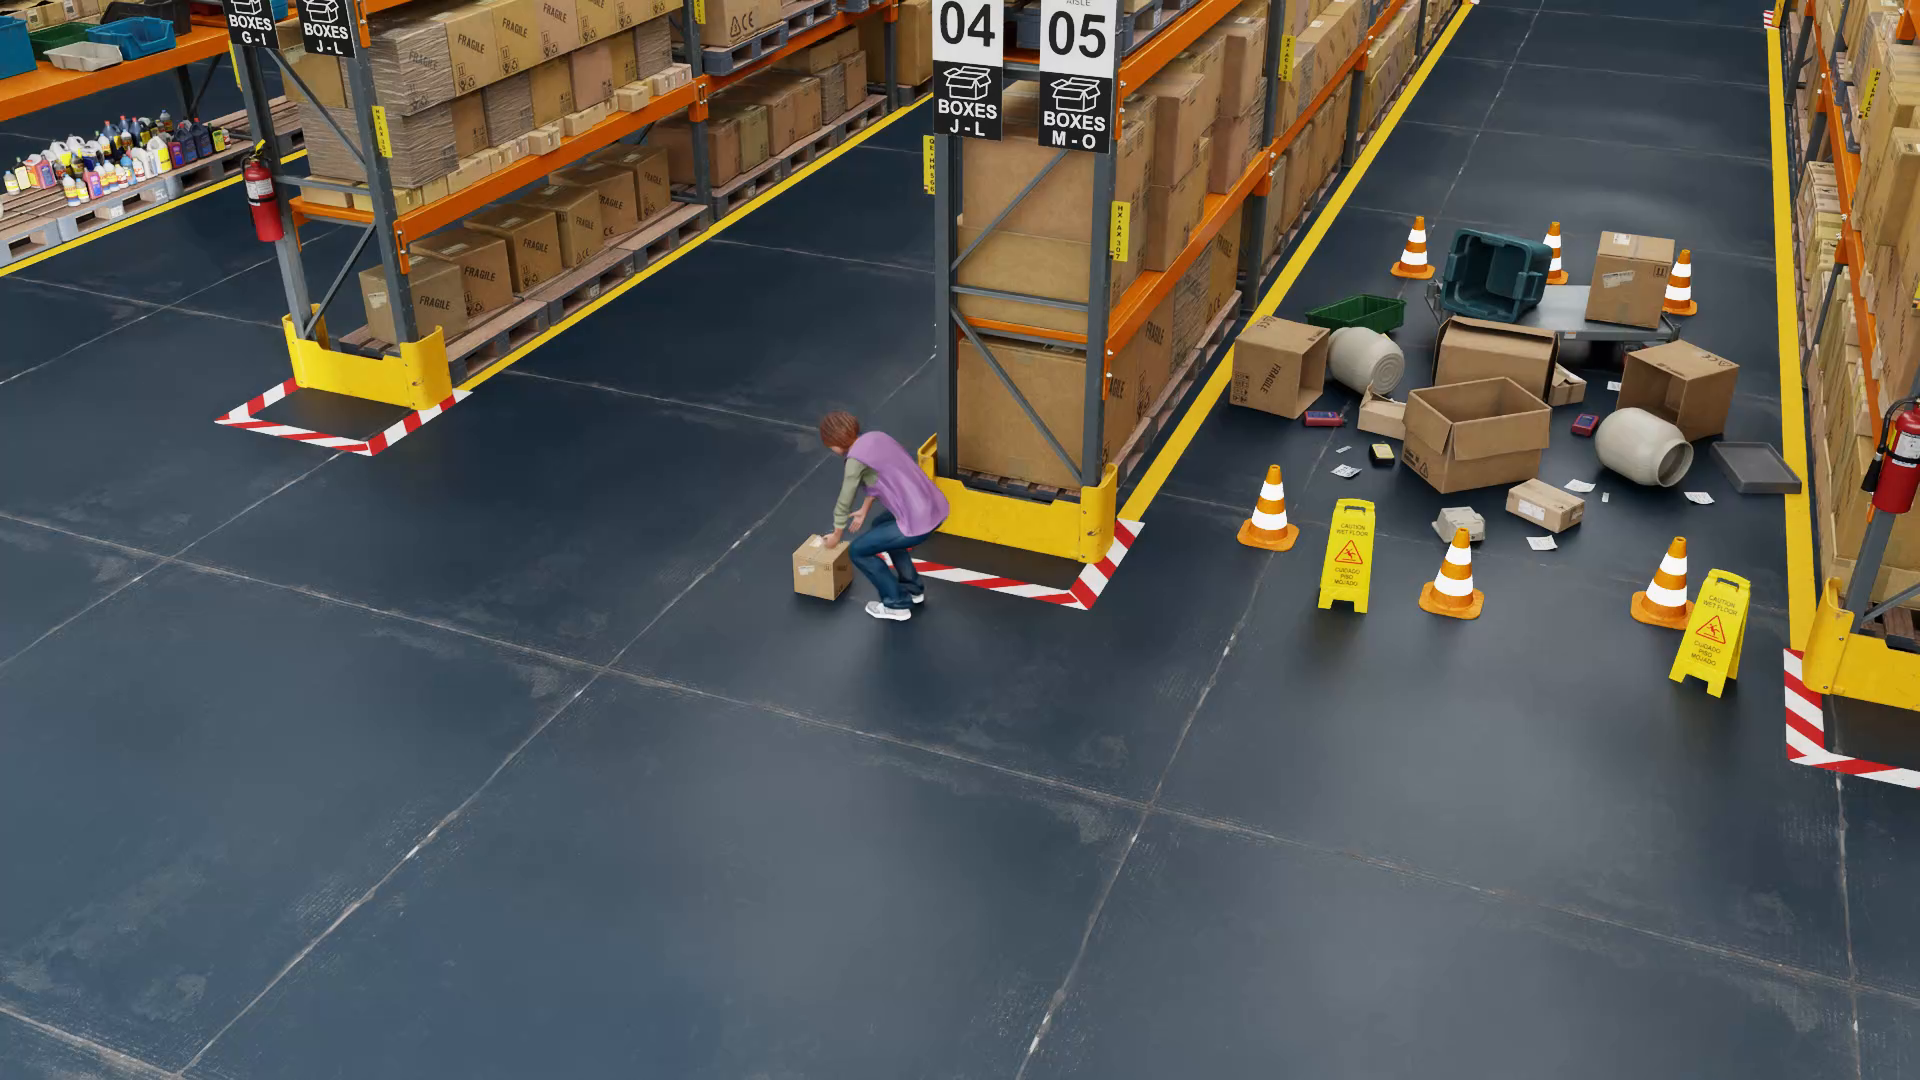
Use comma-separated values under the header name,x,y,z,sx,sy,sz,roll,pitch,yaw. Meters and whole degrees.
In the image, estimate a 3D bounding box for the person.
name,x,y,z,sx,sy,sz,roll,pitch,yaw
person,-0.427,-0.084,9.080,0.753,1.061,0.458,15,33,24
